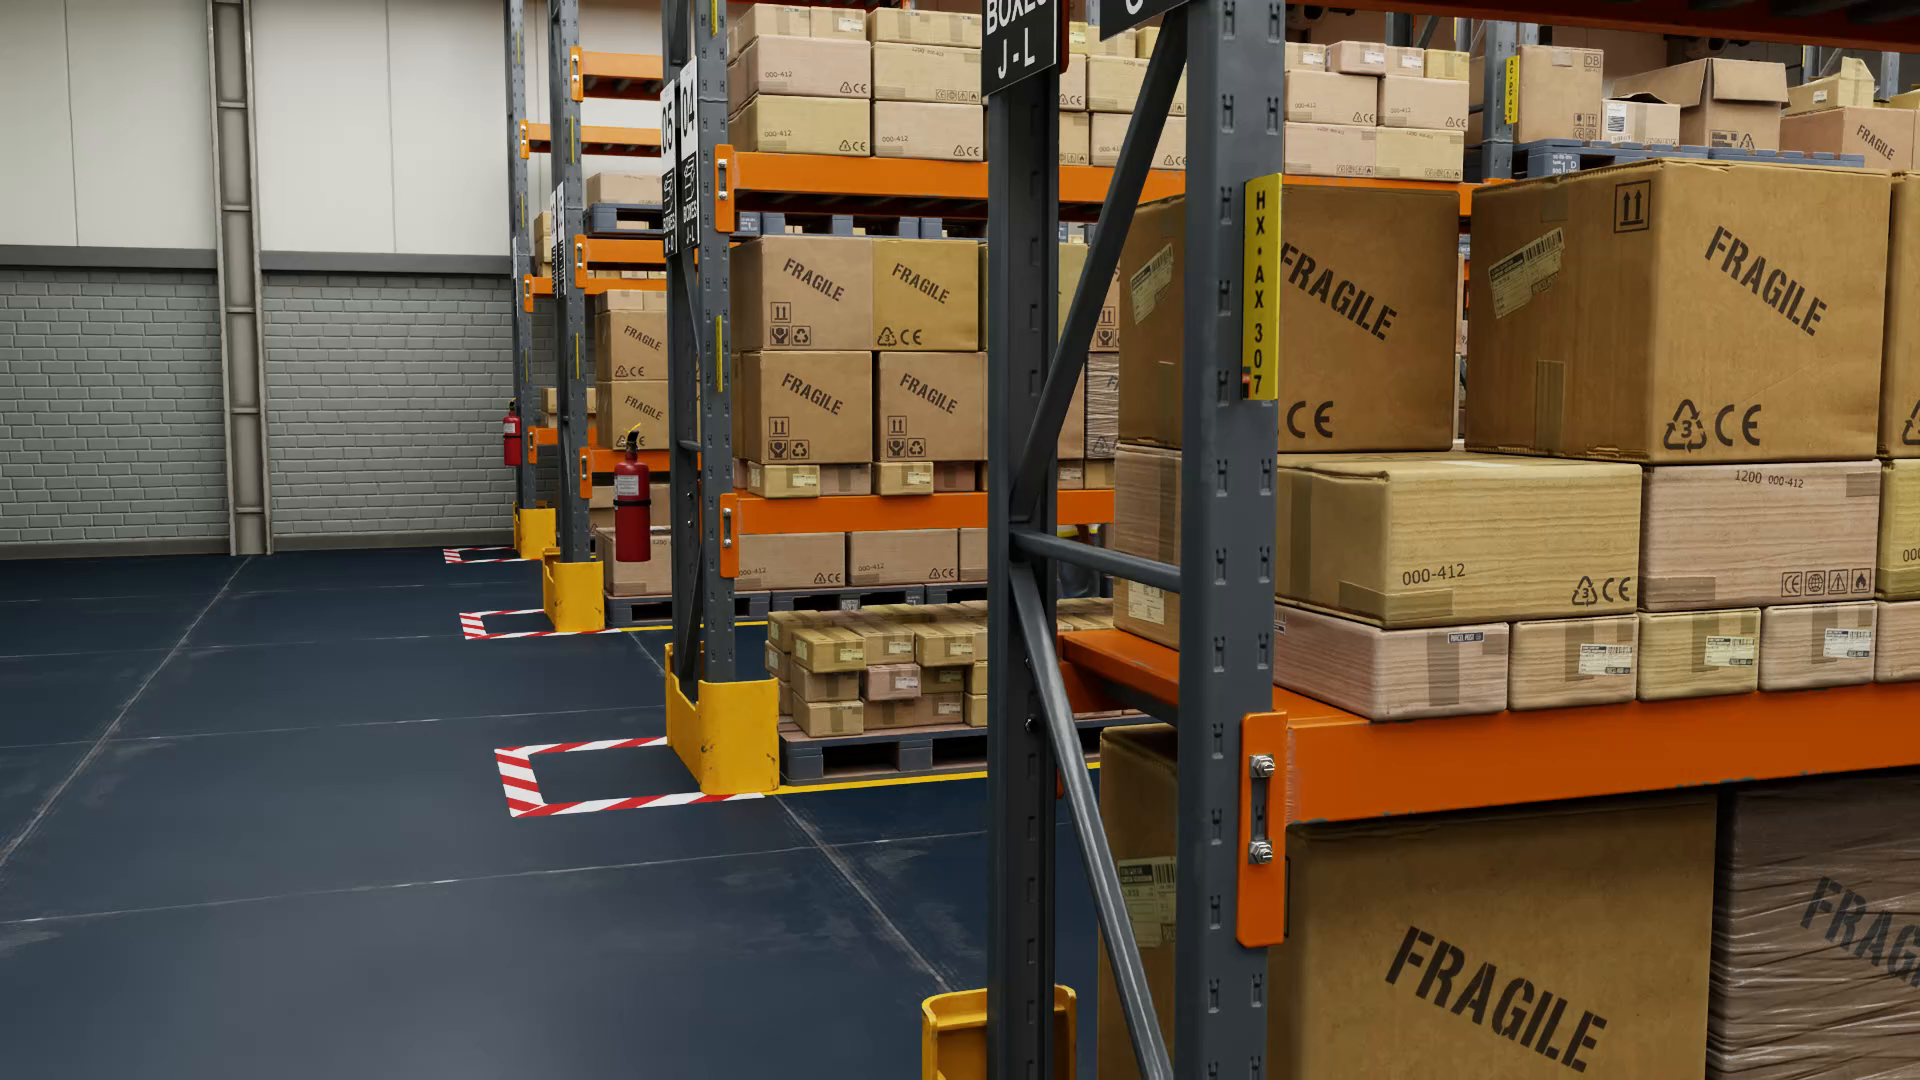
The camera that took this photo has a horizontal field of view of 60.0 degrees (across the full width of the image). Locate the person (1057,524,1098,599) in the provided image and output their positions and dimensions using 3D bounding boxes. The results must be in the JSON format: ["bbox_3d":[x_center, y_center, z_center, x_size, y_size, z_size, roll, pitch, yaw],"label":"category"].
[{"bbox_3d":[0.683,-0.022,10.002,0.384,1.751,0.573,-1,6,-8],"label":"person"}]
